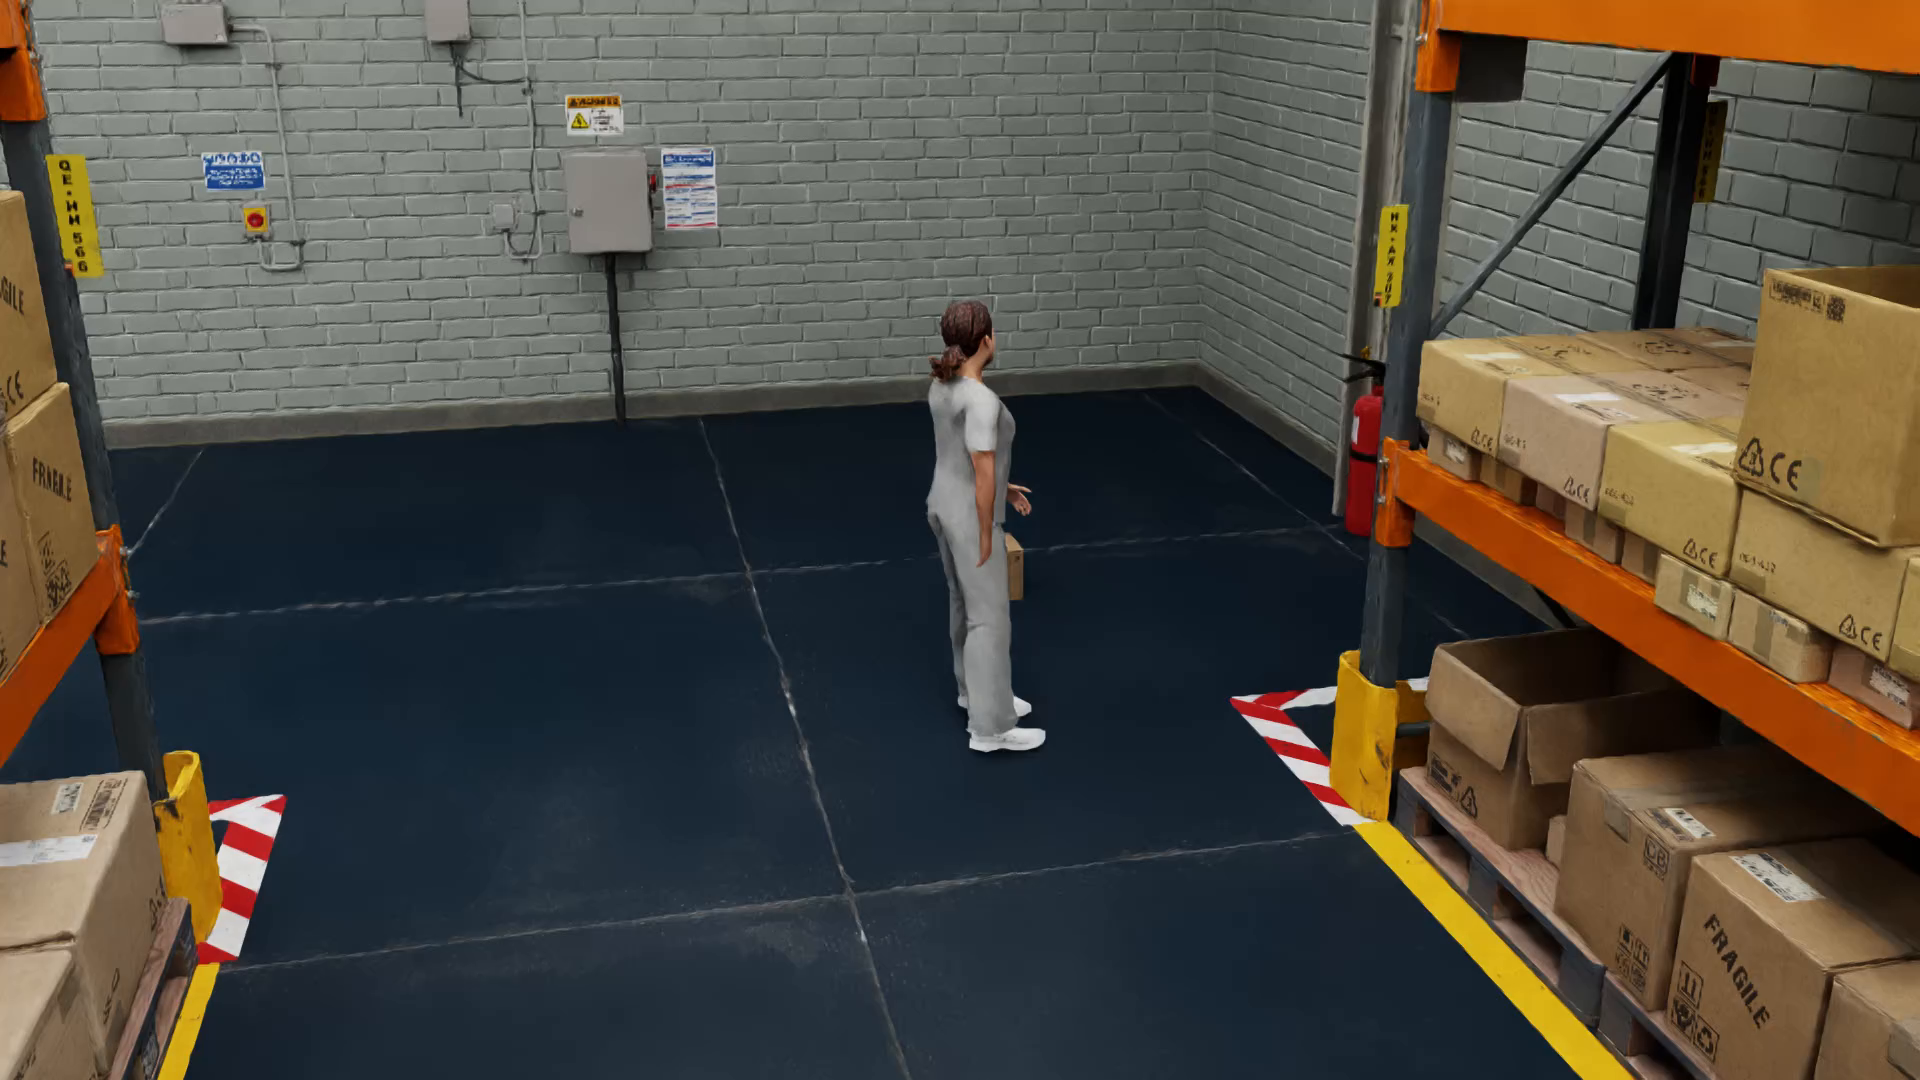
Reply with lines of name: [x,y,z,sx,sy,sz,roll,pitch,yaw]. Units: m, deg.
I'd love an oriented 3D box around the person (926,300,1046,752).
person: [0.119,-0.035,6.255,0.422,1.609,0.549,-8,21,-22]
